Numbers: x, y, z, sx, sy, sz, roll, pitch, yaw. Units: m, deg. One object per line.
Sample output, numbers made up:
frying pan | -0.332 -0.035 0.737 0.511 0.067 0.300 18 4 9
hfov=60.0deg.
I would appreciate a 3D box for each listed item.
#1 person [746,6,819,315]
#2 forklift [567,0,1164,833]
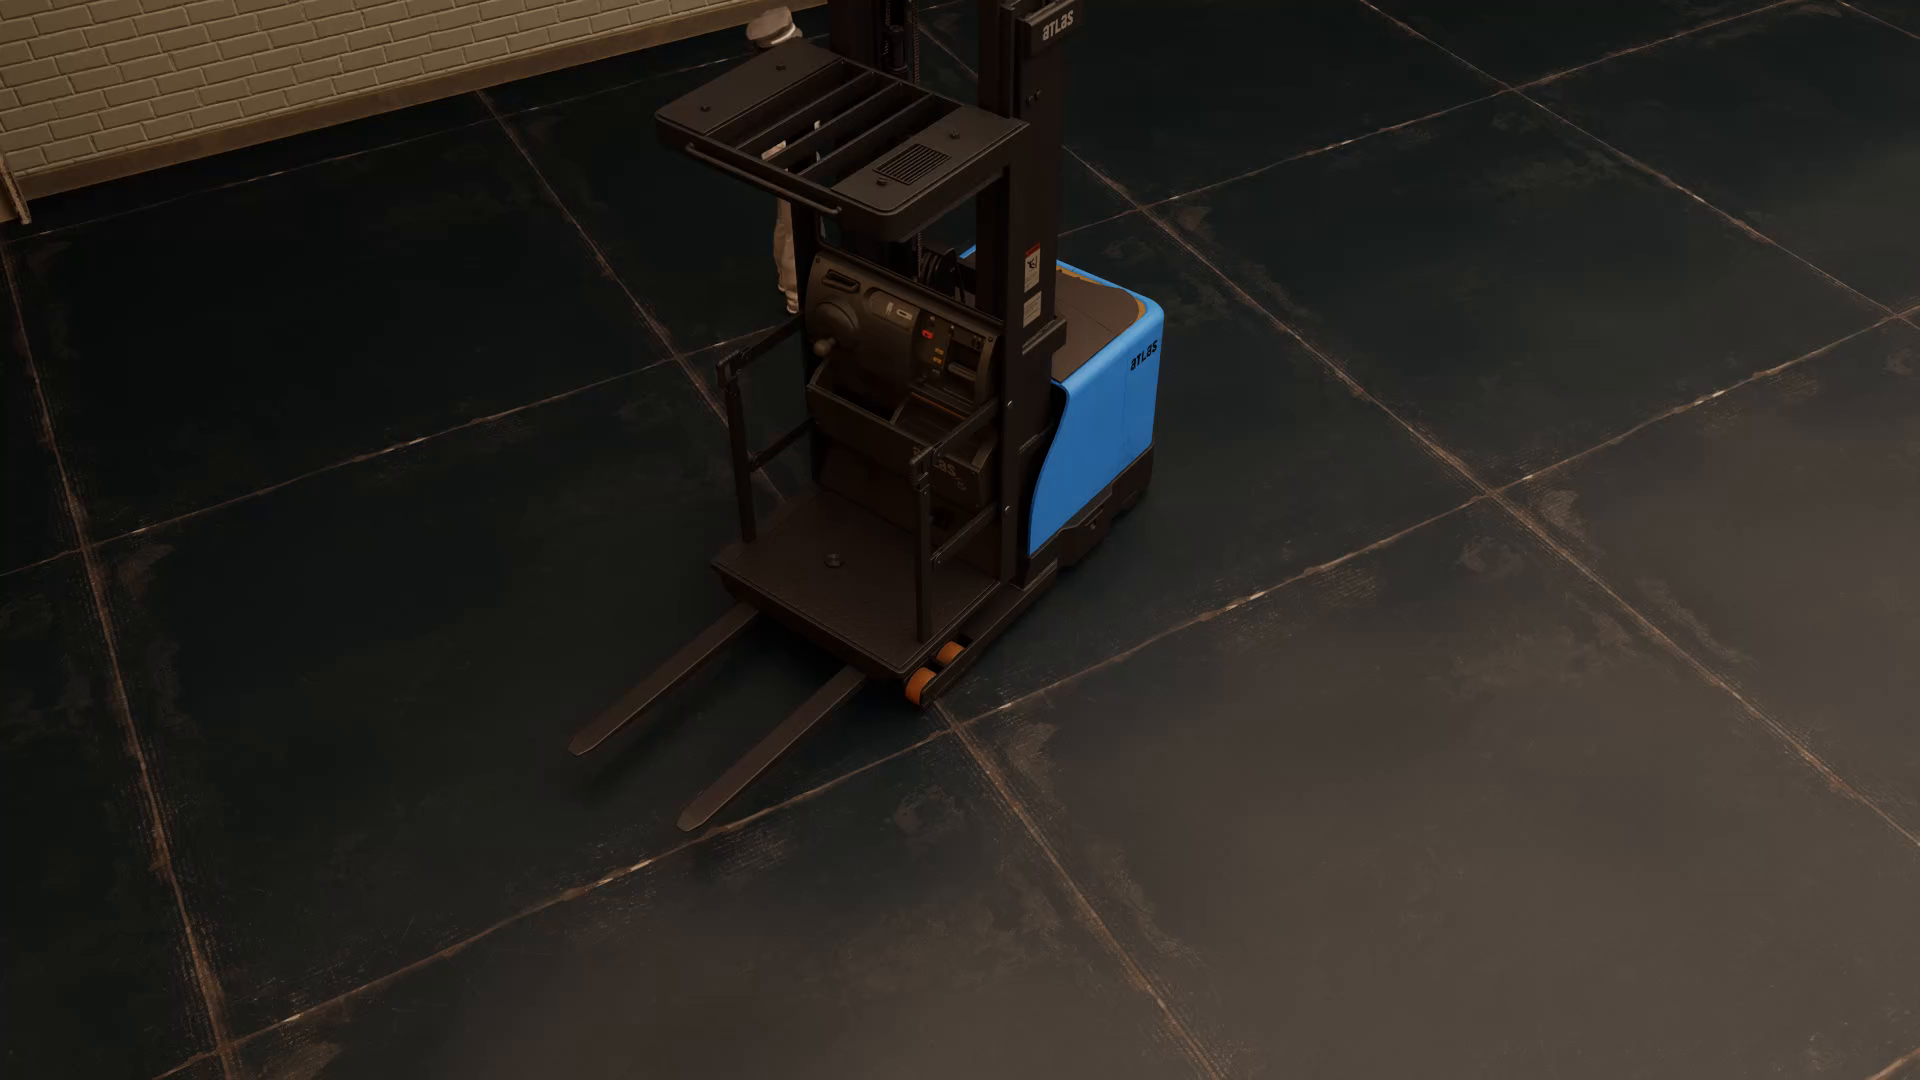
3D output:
person | -0.886 -1.982 8.750 0.351 1.694 0.459 -11 44 -11
forklift | -0.375 -0.749 6.505 1.130 2.935 3.031 28 50 27
